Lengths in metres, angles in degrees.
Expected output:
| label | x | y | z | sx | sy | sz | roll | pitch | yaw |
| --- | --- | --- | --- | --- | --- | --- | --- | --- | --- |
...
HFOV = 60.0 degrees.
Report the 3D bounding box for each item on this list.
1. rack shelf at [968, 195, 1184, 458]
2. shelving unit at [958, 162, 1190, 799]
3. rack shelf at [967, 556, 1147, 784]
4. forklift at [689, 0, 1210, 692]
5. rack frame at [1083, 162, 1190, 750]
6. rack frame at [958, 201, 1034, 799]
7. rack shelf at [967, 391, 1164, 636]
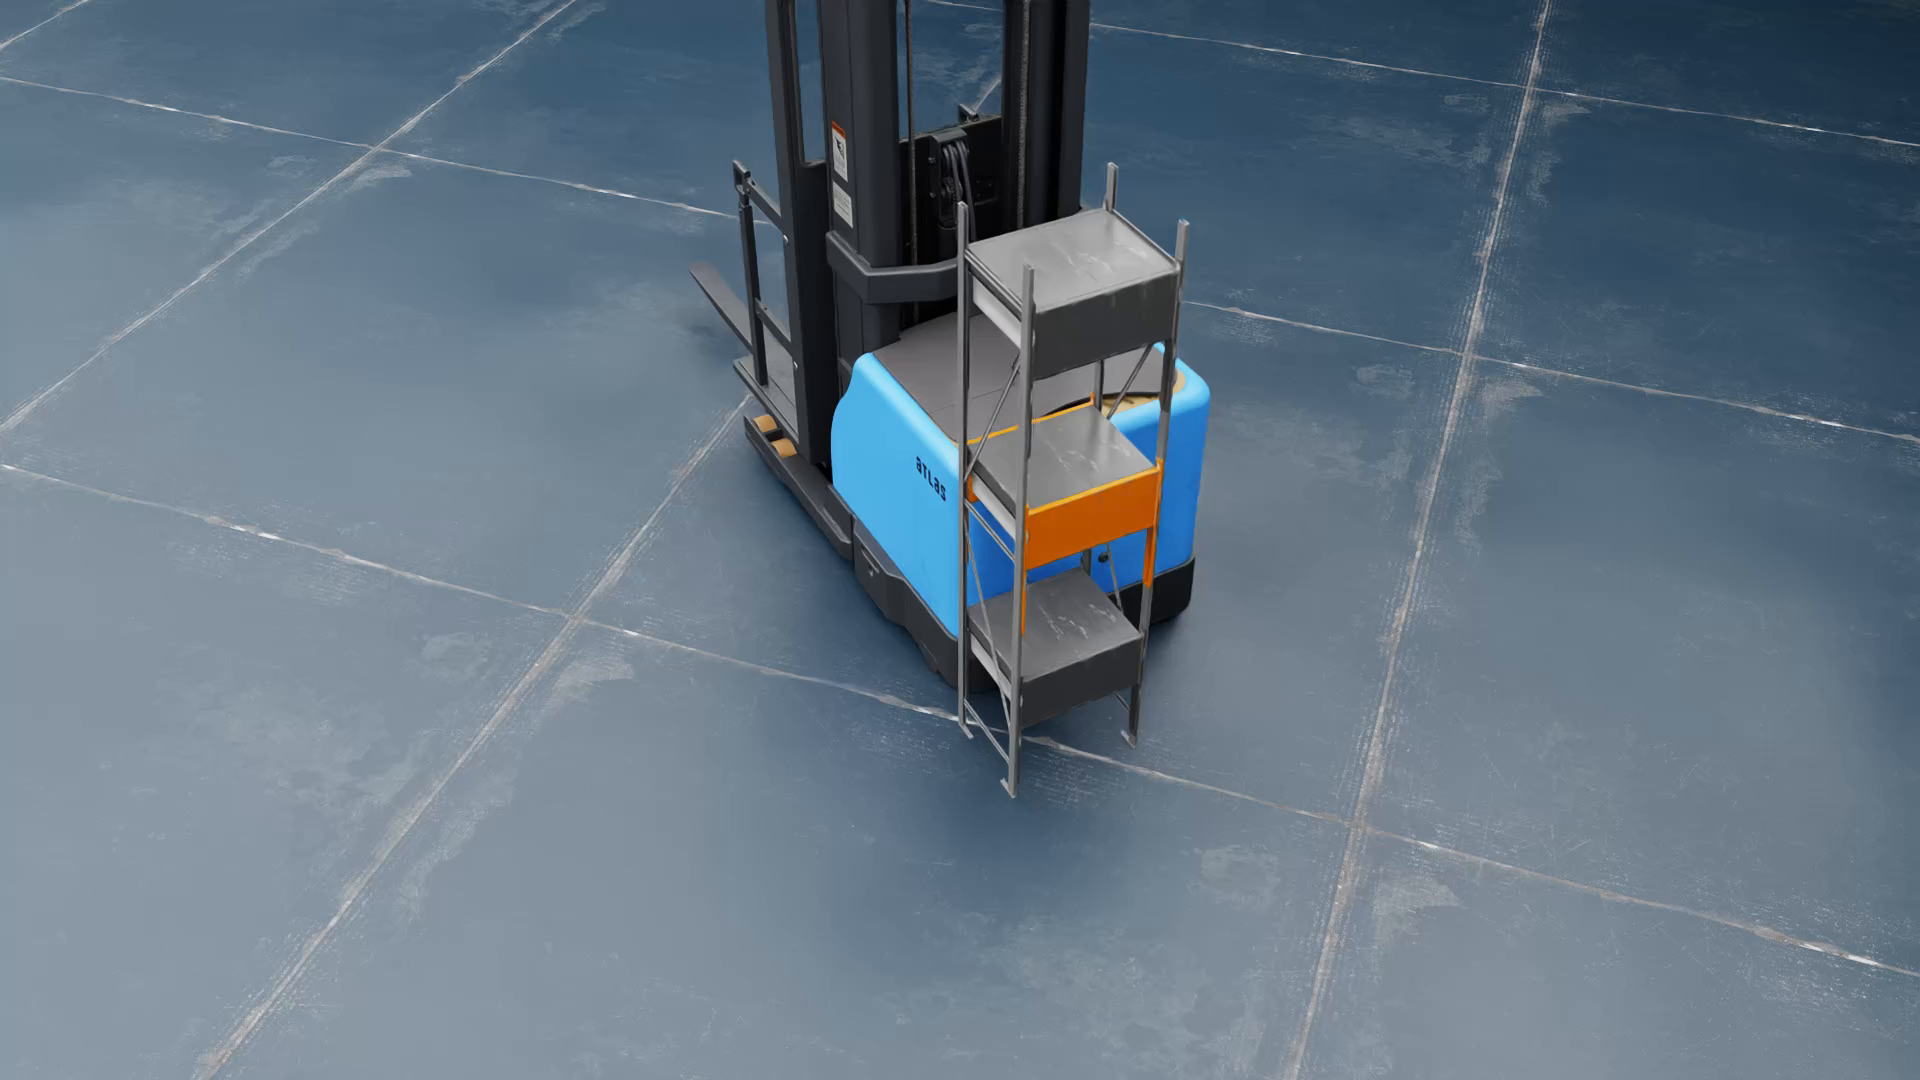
| label | x | y | z | sx | sy | sz | roll | pitch | yaw |
| --- | --- | --- | --- | --- | --- | --- | --- | --- | --- |
| rack shelf | 0.310 | -0.621 | 4.803 | 0.480 | 0.518 | 0.431 | -19 | 44 | -21 |
| shelving unit | 0.310 | -0.099 | 5.248 | 0.503 | 2.100 | 0.431 | -19 | 44 | -21 |
| rack shelf | 0.310 | 0.444 | 5.711 | 0.480 | 0.518 | 0.431 | -19 | 44 | -21 |
| forklift | -0.270 | -1.510 | 6.262 | 1.130 | 2.935 | 3.031 | -20 | 44 | -22 |
| rack frame | 0.525 | -0.173 | 5.335 | 0.015 | 2.100 | 0.400 | -19 | 44 | -21 |
| rack frame | 0.094 | -0.025 | 5.161 | 0.015 | 2.100 | 0.400 | -19 | 44 | -21 |
| rack shelf | 0.310 | -0.089 | 5.257 | 0.480 | 0.518 | 0.431 | -19 | 44 | -21 |
